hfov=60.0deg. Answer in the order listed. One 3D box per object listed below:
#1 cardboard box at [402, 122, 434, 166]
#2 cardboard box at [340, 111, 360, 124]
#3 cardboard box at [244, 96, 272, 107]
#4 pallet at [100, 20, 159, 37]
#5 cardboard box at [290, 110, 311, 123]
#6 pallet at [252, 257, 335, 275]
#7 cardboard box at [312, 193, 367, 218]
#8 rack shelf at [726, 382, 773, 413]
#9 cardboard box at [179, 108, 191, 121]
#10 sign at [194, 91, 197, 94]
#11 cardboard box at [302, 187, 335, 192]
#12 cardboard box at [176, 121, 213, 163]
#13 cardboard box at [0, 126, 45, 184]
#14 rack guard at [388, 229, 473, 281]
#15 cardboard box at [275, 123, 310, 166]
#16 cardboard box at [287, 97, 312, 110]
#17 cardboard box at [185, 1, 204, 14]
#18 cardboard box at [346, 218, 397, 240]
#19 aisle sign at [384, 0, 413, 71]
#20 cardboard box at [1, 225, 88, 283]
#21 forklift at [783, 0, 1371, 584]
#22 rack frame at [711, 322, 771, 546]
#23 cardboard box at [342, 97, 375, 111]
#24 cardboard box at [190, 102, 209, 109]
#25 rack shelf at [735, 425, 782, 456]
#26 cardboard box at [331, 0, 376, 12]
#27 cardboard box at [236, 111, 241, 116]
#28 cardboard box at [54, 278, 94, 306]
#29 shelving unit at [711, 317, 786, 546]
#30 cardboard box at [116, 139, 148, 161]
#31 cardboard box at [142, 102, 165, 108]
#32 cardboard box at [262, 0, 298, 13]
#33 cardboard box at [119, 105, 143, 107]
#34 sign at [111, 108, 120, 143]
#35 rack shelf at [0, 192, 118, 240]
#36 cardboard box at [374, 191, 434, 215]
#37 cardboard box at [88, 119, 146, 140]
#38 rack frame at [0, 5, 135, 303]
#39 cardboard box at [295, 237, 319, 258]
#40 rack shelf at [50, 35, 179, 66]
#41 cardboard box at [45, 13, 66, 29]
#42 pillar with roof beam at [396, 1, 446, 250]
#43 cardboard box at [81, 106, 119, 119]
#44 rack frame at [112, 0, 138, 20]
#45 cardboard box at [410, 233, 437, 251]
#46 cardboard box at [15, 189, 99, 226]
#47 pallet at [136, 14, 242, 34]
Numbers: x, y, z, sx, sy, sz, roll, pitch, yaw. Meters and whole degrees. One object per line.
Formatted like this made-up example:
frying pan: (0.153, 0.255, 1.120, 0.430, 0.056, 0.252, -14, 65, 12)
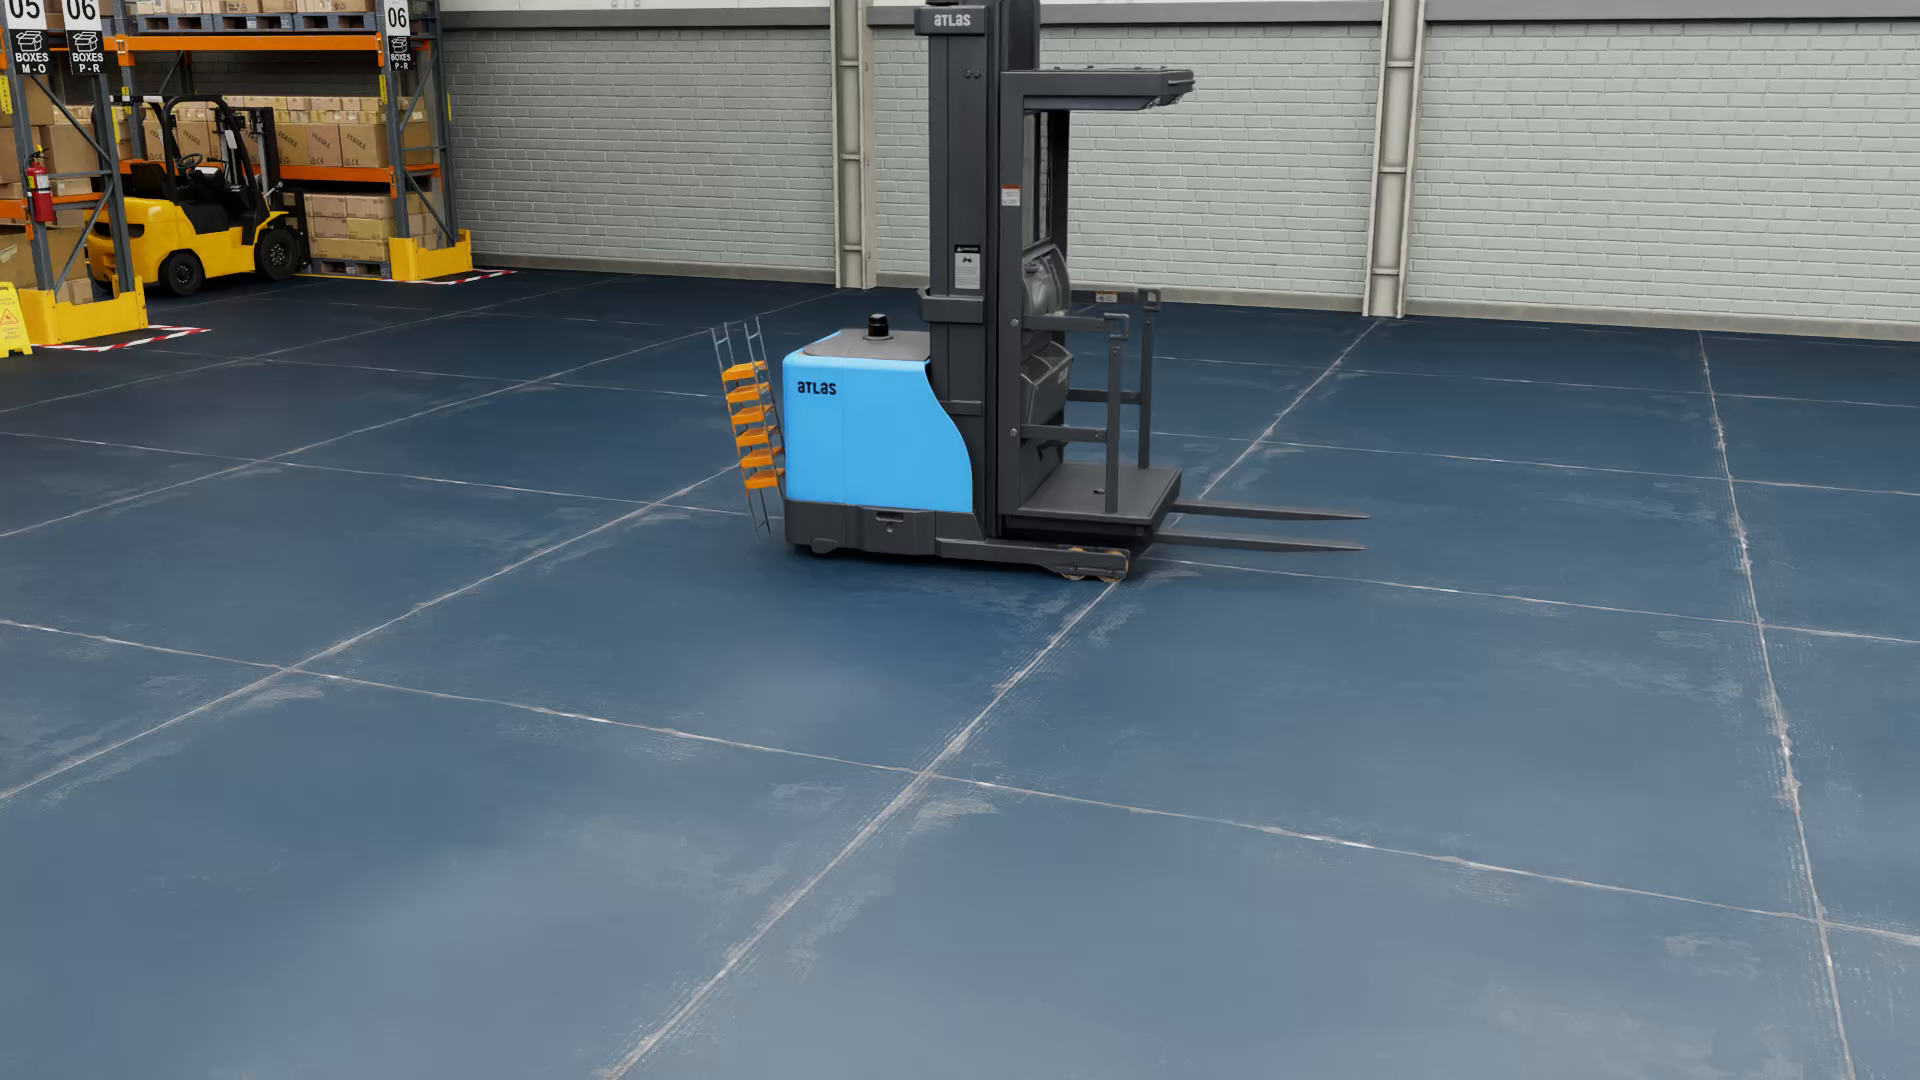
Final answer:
cardboard box: (-6.826, -4.859, 20.352, 0.500, 0.500, 0.500, 7, 18, 22)
cardboard box: (-7.141, -5.029, 19.774, 0.250, 0.149, 0.380, 7, 17, 22)
cardboard box: (-8.534, -5.358, 20.374, 0.250, 0.149, 0.380, 6, 17, 21)
pallet: (-11.013, -6.533, 21.260, 1.217, 0.209, 0.805, 6, 17, 18)
cardboard box: (-7.852, -5.115, 20.070, 0.250, 0.149, 0.380, 6, 17, 19)
pallet: (-8.324, -3.542, 20.995, 1.213, 0.211, 1.003, 6, 17, 21)
cardboard box: (-7.487, -4.067, 20.187, 0.500, 0.250, 0.500, 7, 17, 22)
rack shelf: (-1.131, -0.773, 8.964, 0.180, 0.103, 0.258, -7, 15, 12)
cardboard box: (-9.494, -5.311, 20.744, 0.250, 0.149, 0.380, 6, 17, 21)
sign: (-9.985, -5.695, 21.717, 0.005, 0.325, 0.100, 6, 17, 21)
cardboard box: (-8.246, -4.306, 21.012, 0.500, 0.250, 0.500, 6, 17, 20)
cardboard box: (-9.380, -4.984, 20.780, 0.500, 0.500, 0.500, 7, 17, 22)
cardboard box: (-8.890, -3.576, 15.397, 0.500, 0.500, 0.500, 6, 17, 20)
rack guard: (-6.444, -3.486, 20.283, 0.348, 0.500, 1.175, 6, 17, 21)
cardboard box: (-7.977, -4.826, 20.239, 0.500, 0.500, 0.500, 6, 17, 20)
cardboard box: (-7.859, -5.252, 20.009, 0.250, 0.149, 0.380, 7, 18, 22)
cardboard box: (-9.167, -6.464, 20.197, 0.250, 0.149, 0.380, 7, 18, 22)
cardboard box: (-7.034, -3.778, 20.090, 0.500, 0.250, 0.500, 6, 17, 20)
aisle sign: (-6.513, -5.854, 19.295, 0.004, 0.787, 0.394, 6, 17, 21)
cardboard box: (-8.956, -2.799, 16.267, 0.500, 0.500, 0.500, 6, 17, 19)
forklift: (0.636, -1.351, 8.571, 3.031, 2.935, 1.130, 4, 17, 15)
rack frame: (-1.185, -0.575, 9.031, 0.006, 1.200, 0.240, -7, 15, 12)
cardboard box: (-7.118, -5.190, 19.794, 0.250, 0.149, 0.380, 6, 17, 21)
cardboard box: (-9.281, -5.410, 20.554, 0.250, 0.149, 0.380, 7, 17, 22)
rack shelf: (-1.088, -0.544, 9.023, 0.180, 0.103, 0.258, -7, 15, 12)
cardboard box: (-6.968, -6.409, 19.377, 0.500, 0.500, 0.500, 7, 18, 22)
cardboard box: (-8.807, -5.218, 20.424, 0.250, 0.149, 0.380, 6, 17, 19)
cardboard box: (-8.933, -2.436, 16.364, 0.500, 0.250, 0.500, 6, 17, 20)
shelving unit: (-1.096, -0.586, 9.012, 0.189, 1.200, 0.258, -7, 15, 12)
cardboard box: (-10.752, -5.009, 21.317, 0.500, 0.250, 0.500, 7, 17, 22)
cardboard box: (-10.000, -5.490, 20.829, 0.250, 0.149, 0.380, 7, 17, 22)
cardboard box: (-7.884, -6.539, 19.827, 0.500, 0.500, 0.700, 6, 17, 21)
cardboard box: (-10.898, -5.616, 21.794, 0.250, 0.149, 0.380, 6, 17, 20)
sign: (-8.085, -3.957, 15.872, 0.005, 0.325, 0.100, 6, 17, 21)
rack shelf: (-10.145, -3.260, 16.312, 4.000, 0.370, 1.077, 6, 17, 21)
cardboard box: (-6.844, -4.148, 20.467, 0.500, 0.250, 0.500, 6, 17, 20)
cardboard box: (-10.738, -5.250, 21.248, 0.500, 0.250, 0.500, 6, 17, 19)
rack frame: (-8.284, -3.401, 15.507, 0.127, 3.000, 1.000, 6, 17, 21)
cardboard box: (-7.941, -3.643, 20.519, 0.500, 0.250, 0.500, 6, 17, 21)
rack shelf: (-12.048, -6.397, 21.739, 4.000, 0.370, 1.077, 6, 17, 21)
cardboard box: (-8.474, -4.839, 15.531, 0.250, 0.149, 0.380, 6, 17, 21)
pillar with roof beam: (-8.363, -6.758, 16.311, 0.400, 9.000, 9.100, 6, 17, 21)
cardboard box: (-11.042, -5.495, 21.378, 0.250, 0.149, 0.380, 6, 17, 21)
rack frame: (-10.188, -7.979, 20.516, 0.127, 3.000, 1.000, 6, 17, 21)
cardboard box: (-6.852, -3.671, 20.616, 0.500, 0.250, 0.500, 6, 17, 21)
cardboard box: (-12.096, -4.367, 22.342, 0.625, 0.625, 0.875, 6, 17, 18)
pallet: (-9.385, -6.415, 20.669, 1.213, 0.211, 1.003, 6, 17, 21)
